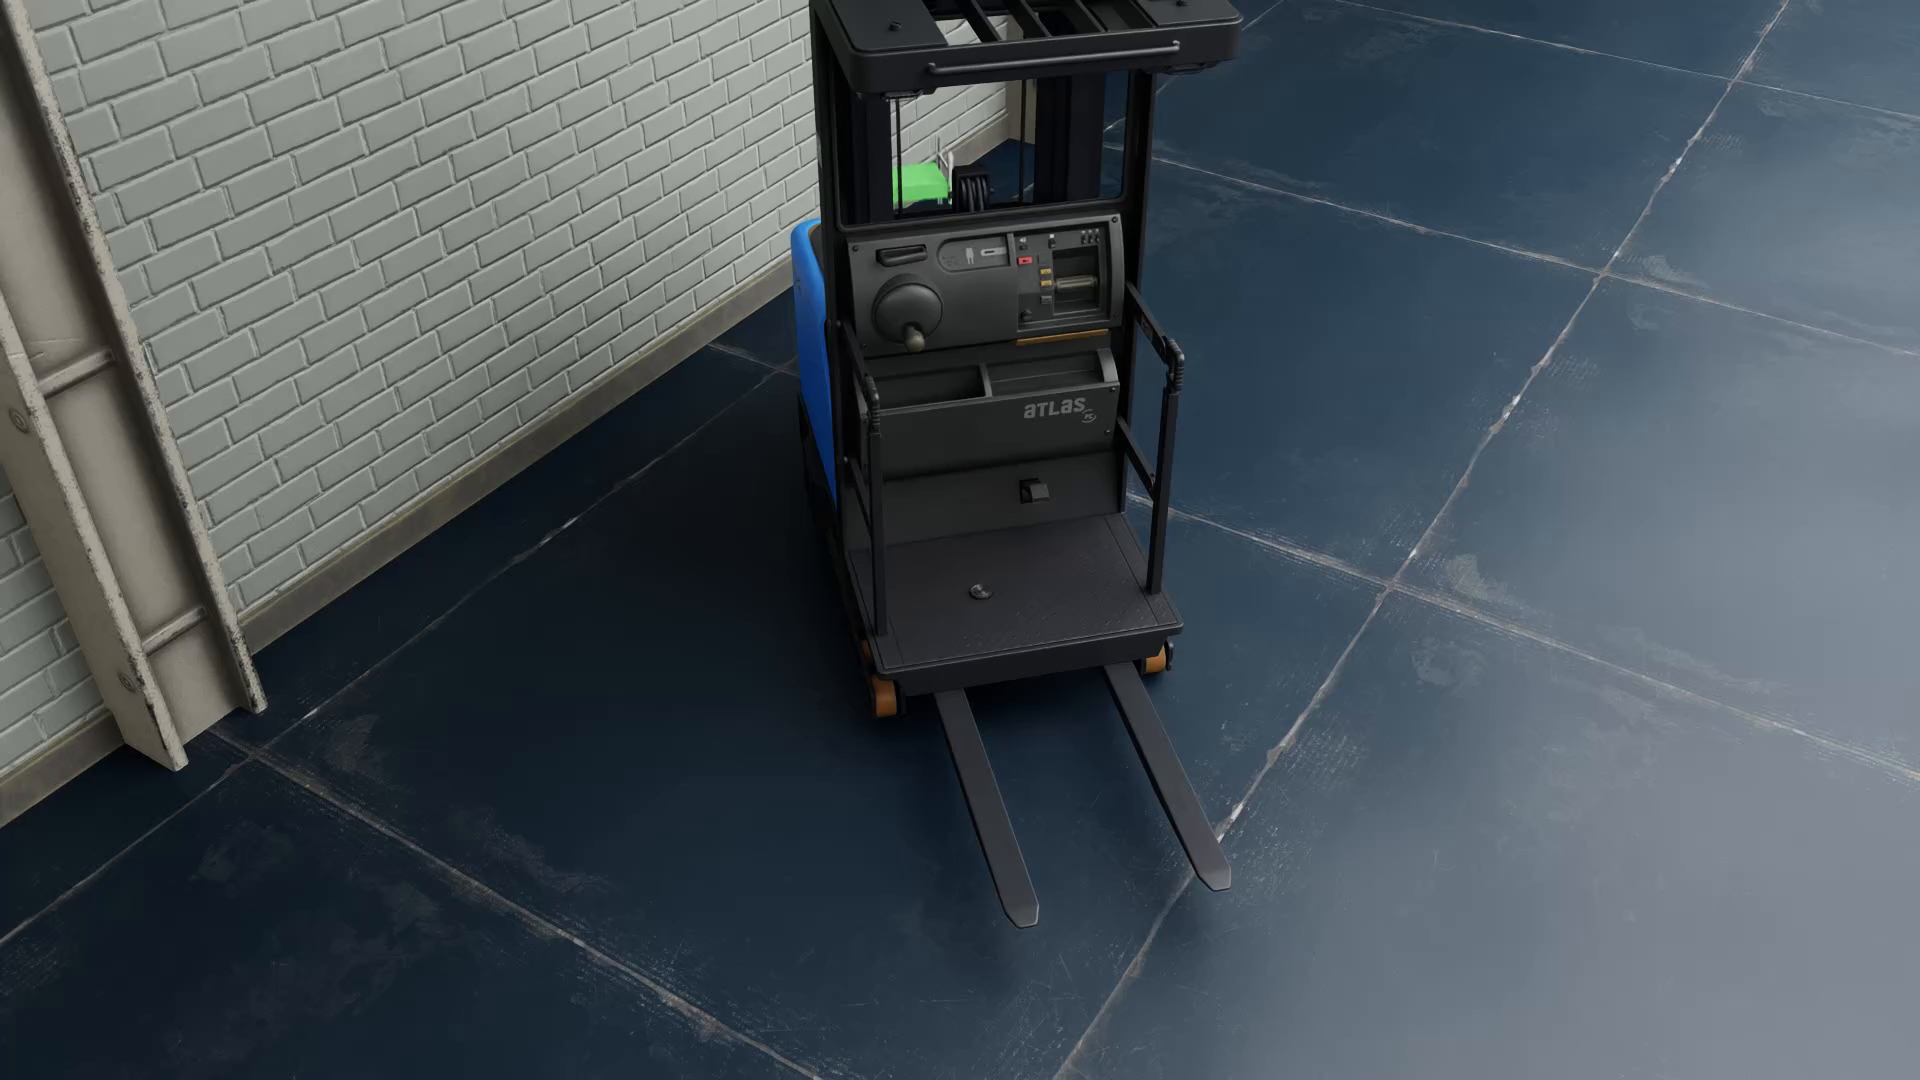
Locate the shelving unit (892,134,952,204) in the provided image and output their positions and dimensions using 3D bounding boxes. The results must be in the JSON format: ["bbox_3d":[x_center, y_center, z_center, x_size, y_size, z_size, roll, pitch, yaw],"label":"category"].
[{"bbox_3d":[-0.295,-1.112,7.196,0.503,1.200,0.258,-9,34,-11],"label":"shelving unit"}]

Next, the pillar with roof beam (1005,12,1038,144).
[{"bbox_3d":[4.130,-4.603,5.351,9.100,9.000,0.400,21,42,25],"label":"pillar with roof beam"}]

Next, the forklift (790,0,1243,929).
[{"bbox_3d":[0.146,-0.786,5.369,1.130,2.935,3.031,-8,38,-11],"label":"forklift"}]

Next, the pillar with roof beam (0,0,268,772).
[{"bbox_3d":[0.915,-1.510,1.338,9.100,9.000,0.400,21,42,25],"label":"pillar with roof beam"}]

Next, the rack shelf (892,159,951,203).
[{"bbox_3d":[-0.302,-1.459,6.966,0.480,0.148,0.258,-9,34,-11],"label":"rack shelf"}]

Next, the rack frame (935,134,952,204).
[{"bbox_3d":[-0.058,-1.148,7.243,0.015,1.200,0.240,-9,34,-11],"label":"rack frame"}]
